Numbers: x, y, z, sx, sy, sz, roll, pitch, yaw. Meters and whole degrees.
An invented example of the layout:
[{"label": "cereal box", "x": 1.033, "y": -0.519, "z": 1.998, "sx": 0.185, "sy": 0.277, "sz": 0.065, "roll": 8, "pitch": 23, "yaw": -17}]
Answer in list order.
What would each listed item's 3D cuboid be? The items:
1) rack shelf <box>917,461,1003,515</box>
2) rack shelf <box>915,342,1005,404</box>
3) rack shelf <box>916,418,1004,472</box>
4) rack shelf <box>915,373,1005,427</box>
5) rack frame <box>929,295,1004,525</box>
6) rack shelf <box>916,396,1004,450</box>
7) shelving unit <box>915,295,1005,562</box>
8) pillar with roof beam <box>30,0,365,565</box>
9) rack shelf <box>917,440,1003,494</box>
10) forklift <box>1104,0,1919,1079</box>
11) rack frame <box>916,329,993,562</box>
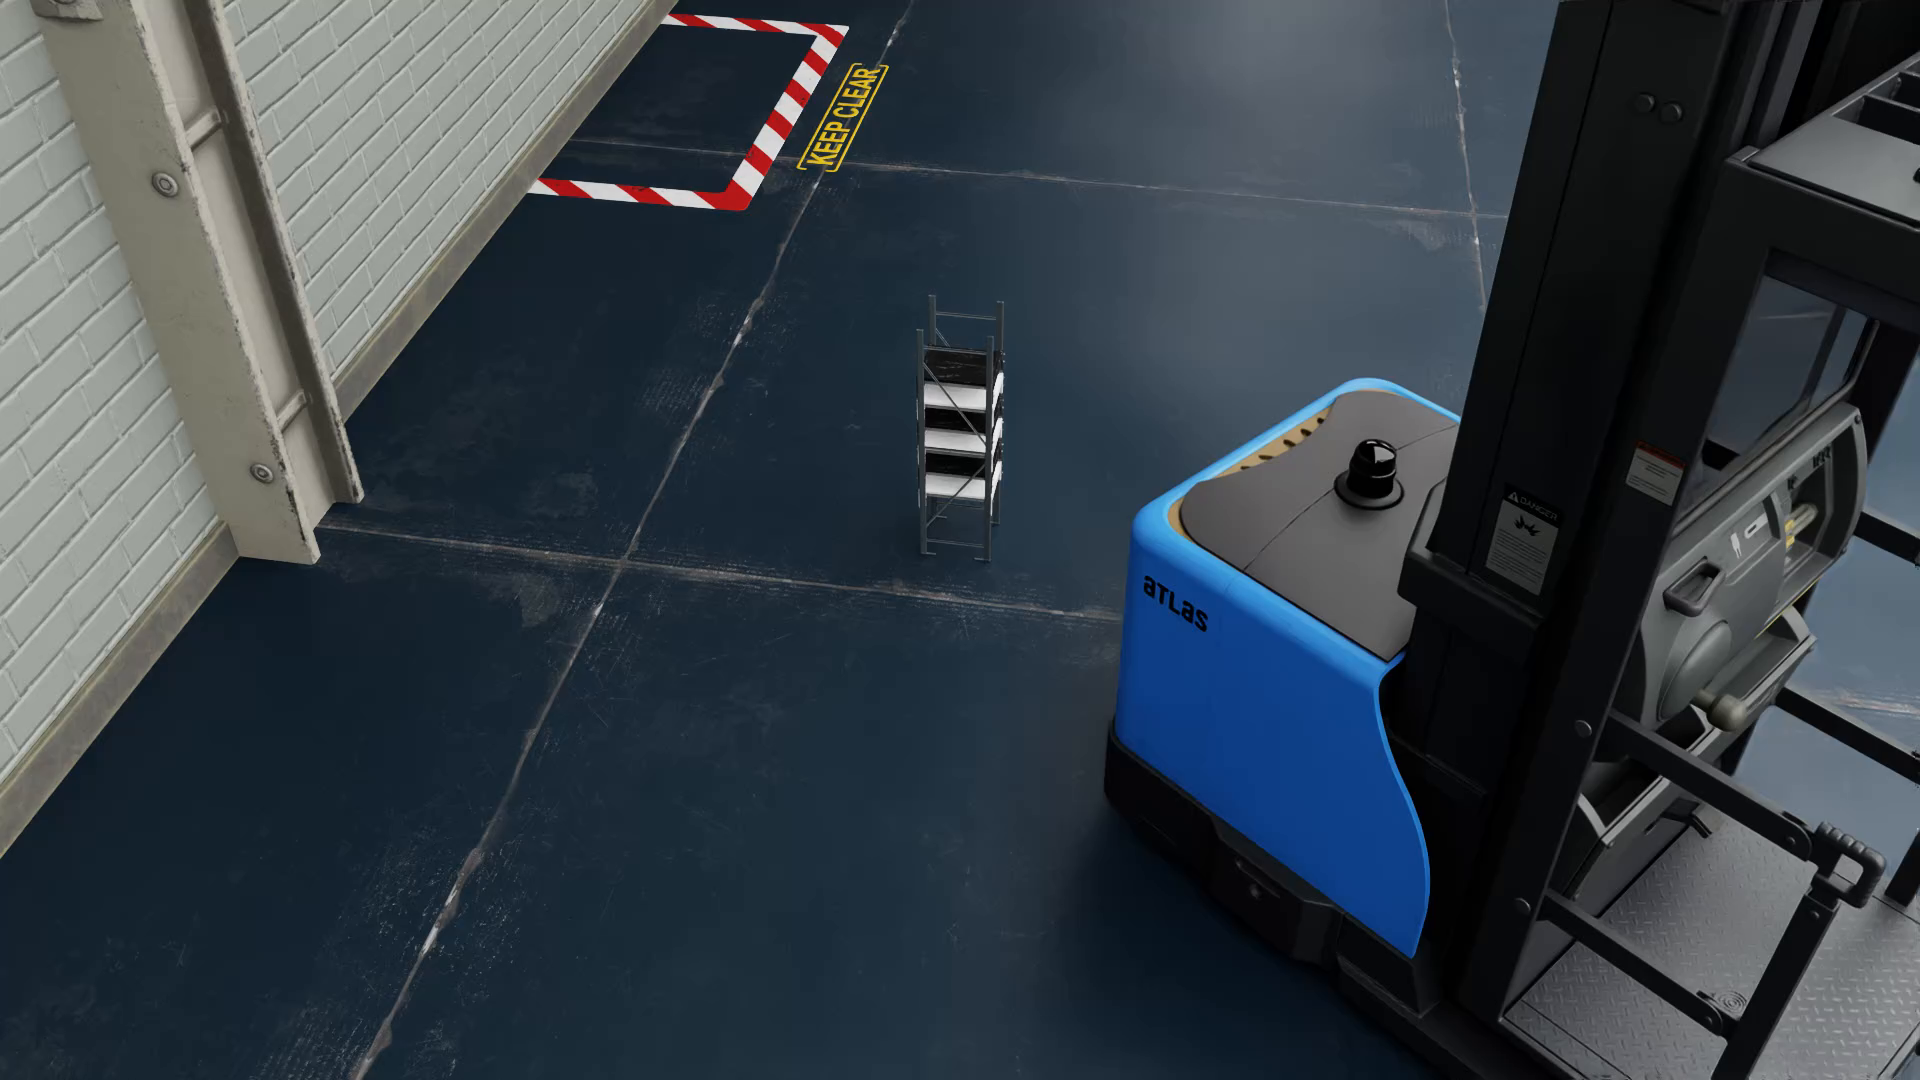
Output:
[{"label": "rack shelf", "x": 0.001, "y": -0.187, "z": 5.605, "sx": 0.258, "sy": 0.077, "sz": 0.200, "roll": 6, "pitch": 40, "yaw": 8}, {"label": "rack shelf", "x": 0.001, "y": -0.534, "z": 5.319, "sx": 0.258, "sy": 0.077, "sz": 0.200, "roll": 6, "pitch": 40, "yaw": 8}, {"label": "rack shelf", "x": 0.001, "y": -0.326, "z": 5.491, "sx": 0.258, "sy": 0.077, "sz": 0.200, "roll": 6, "pitch": 40, "yaw": 8}, {"label": "rack shelf", "x": 0.001, "y": -0.465, "z": 5.376, "sx": 0.258, "sy": 0.077, "sz": 0.200, "roll": 6, "pitch": 40, "yaw": 8}, {"label": "rack frame", "x": 0.019, "y": -0.416, "z": 5.547, "sx": 0.240, "sy": 0.900, "sz": 0.006, "roll": 6, "pitch": 40, "yaw": 8}, {"label": "rack shelf", "x": 0.001, "y": -0.396, "z": 5.433, "sx": 0.258, "sy": 0.077, "sz": 0.200, "roll": 6, "pitch": 40, "yaw": 8}, {"label": "shelving unit", "x": 0.001, "y": -0.352, "z": 5.469, "sx": 0.258, "sy": 0.900, "sz": 0.210, "roll": 6, "pitch": 40, "yaw": 8}, {"label": "pillar with roof beam", "x": 1.927, "y": -3.051, "z": 2.378, "sx": 9.100, "sy": 9.000, "sz": 0.400, "roll": 6, "pitch": 40, "yaw": 8}, {"label": "rack shelf", "x": 0.001, "y": -0.257, "z": 5.548, "sx": 0.258, "sy": 0.077, "sz": 0.200, "roll": 6, "pitch": 40, "yaw": 8}, {"label": "forklift", "x": 1.777, "y": 0.121, "z": 3.304, "sx": 1.130, "sy": 2.935, "sz": 3.031, "roll": -30, "pitch": 48, "yaw": -31}, {"label": "rack frame", "x": -0.016, "y": -0.288, "z": 5.392, "sx": 0.240, "sy": 0.900, "sz": 0.006, "roll": 6, "pitch": 40, "yaw": 8}]
